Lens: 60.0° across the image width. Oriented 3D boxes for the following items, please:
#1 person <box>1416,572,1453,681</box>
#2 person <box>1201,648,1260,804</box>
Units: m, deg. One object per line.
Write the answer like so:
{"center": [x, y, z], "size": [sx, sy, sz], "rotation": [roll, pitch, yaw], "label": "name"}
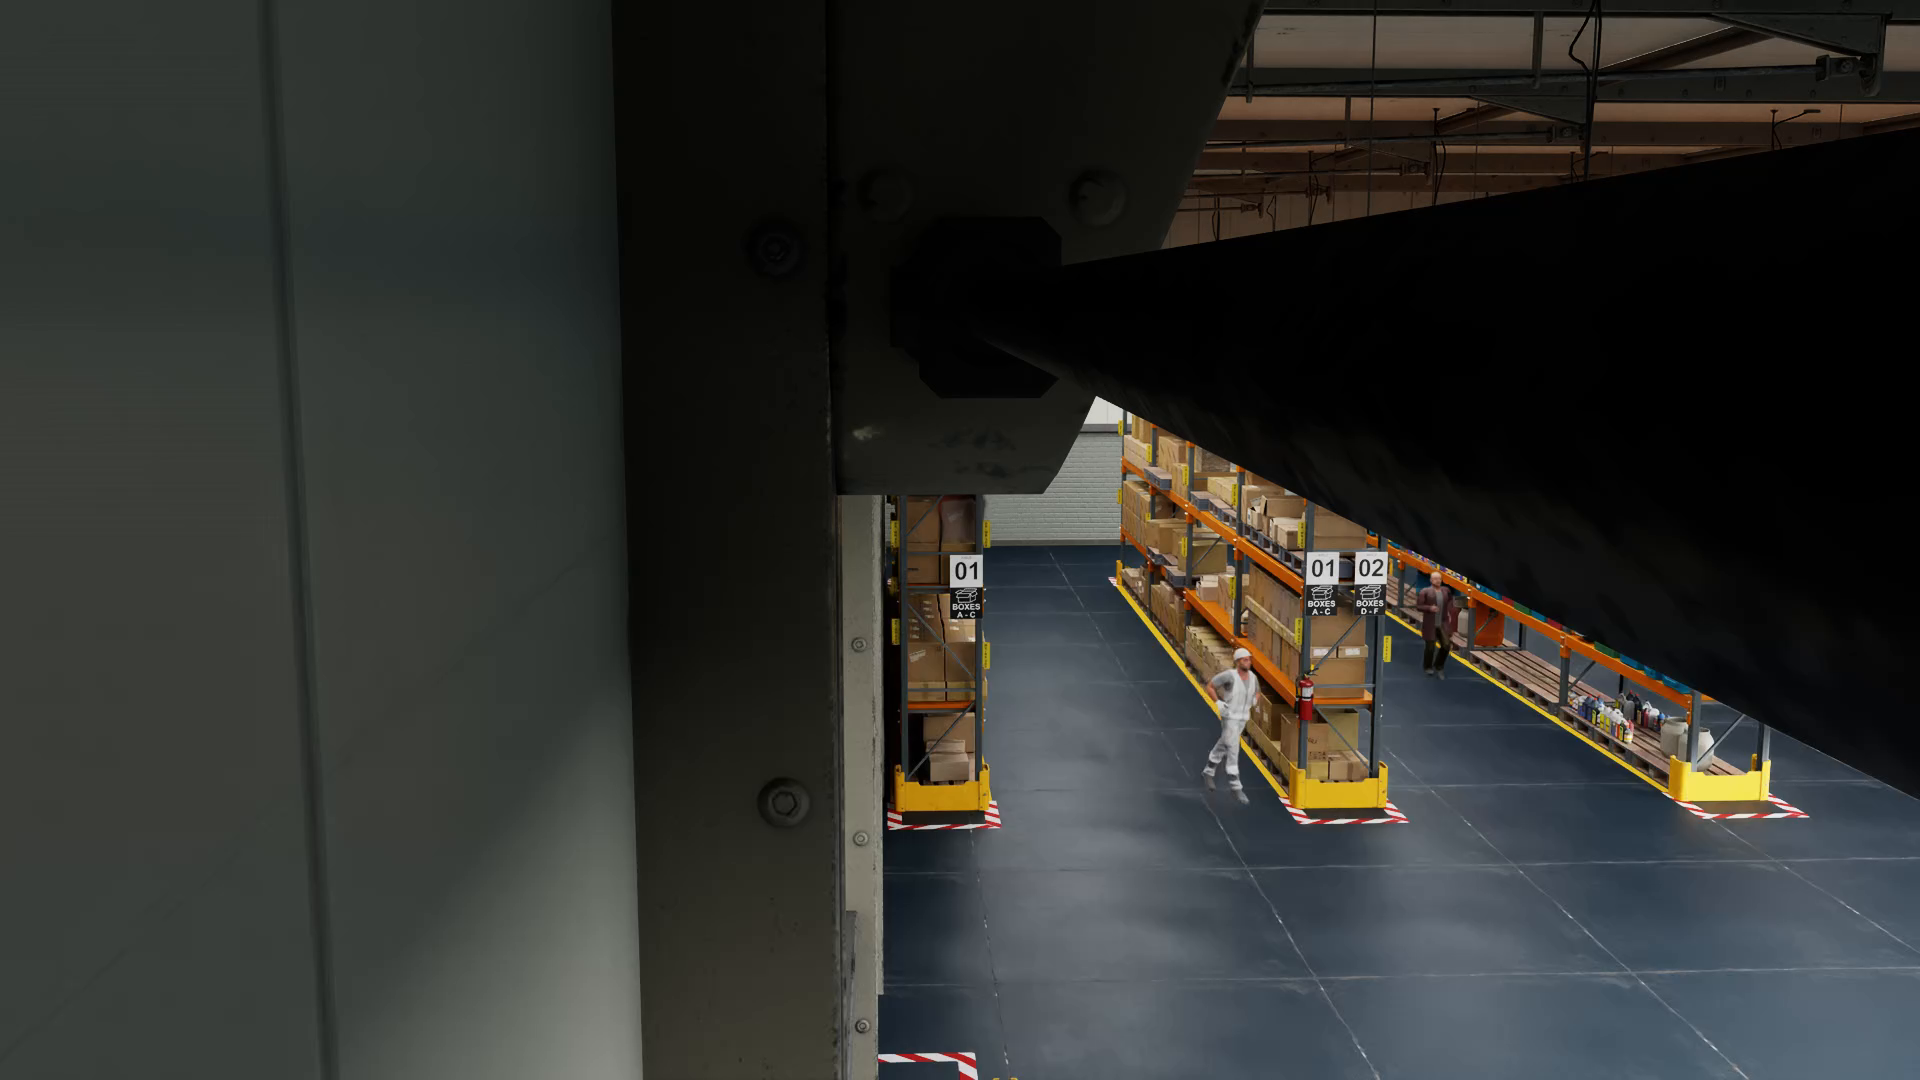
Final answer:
{"center": [7.861, 1.426, 27.428], "size": [0.685, 1.804, 0.753], "rotation": [0, 8, -2], "label": "person"}
{"center": [3.364, 2.205, 20.274], "size": [0.682, 1.819, 0.868], "rotation": [-6, 10, -34], "label": "person"}
